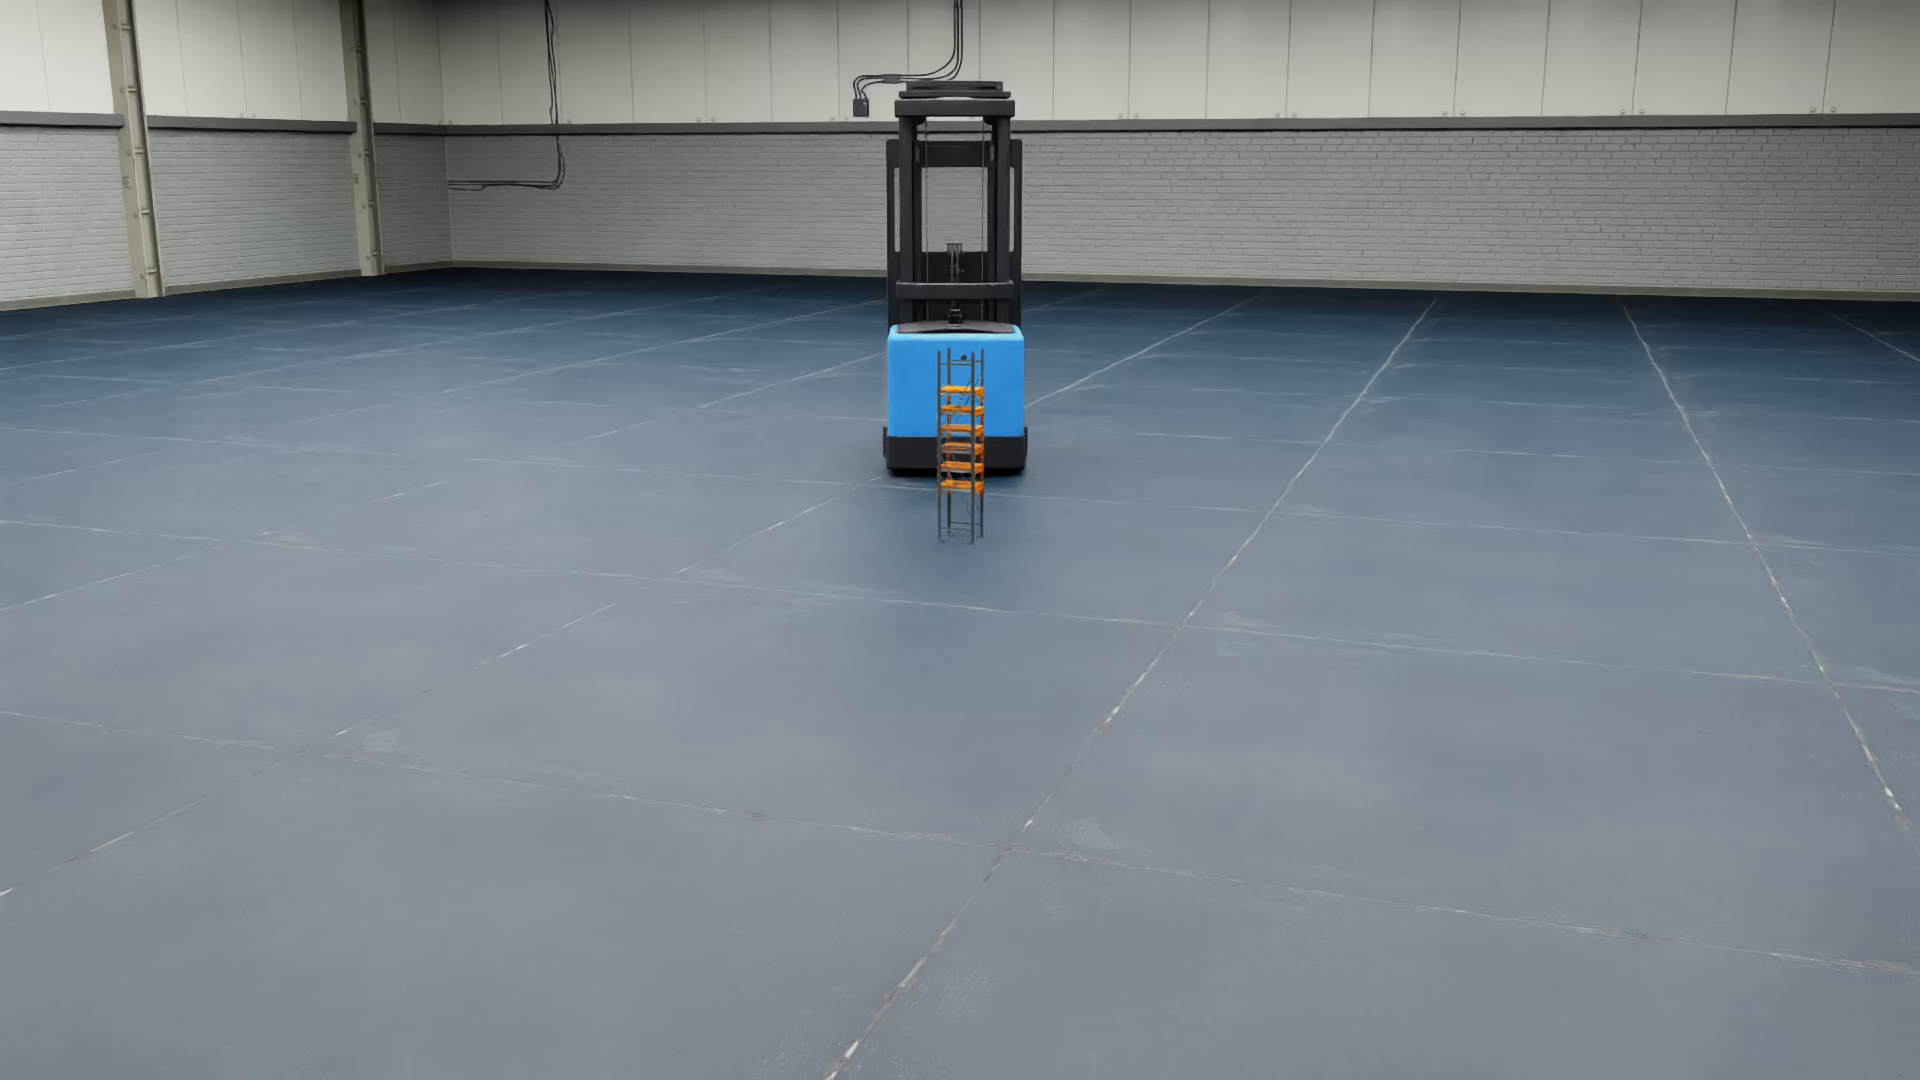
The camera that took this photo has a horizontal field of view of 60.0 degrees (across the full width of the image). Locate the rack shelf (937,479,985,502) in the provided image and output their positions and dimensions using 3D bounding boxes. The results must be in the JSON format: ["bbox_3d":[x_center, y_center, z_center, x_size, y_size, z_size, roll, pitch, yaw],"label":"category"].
[{"bbox_3d":[0.005,-0.311,10.431,0.258,0.103,0.180,4,14,18],"label":"rack shelf"}]

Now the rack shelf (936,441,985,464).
[{"bbox_3d":[0.005,-0.545,10.378,0.258,0.103,0.180,4,14,18],"label":"rack shelf"}]

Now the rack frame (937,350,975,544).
[{"bbox_3d":[-0.025,-0.569,10.283,0.240,1.200,0.006,4,14,18],"label":"rack frame"}]

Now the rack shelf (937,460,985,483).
[{"bbox_3d":[0.005,-0.428,10.404,0.258,0.103,0.180,4,14,18],"label":"rack shelf"}]

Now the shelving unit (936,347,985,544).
[{"bbox_3d":[0.005,-0.588,10.368,0.258,1.200,0.189,4,14,18],"label":"shelving unit"}]

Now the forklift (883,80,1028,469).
[{"bbox_3d":[-0.050,-2.237,13.701,1.130,2.935,3.031,0,13,-1],"label":"forklift"}]

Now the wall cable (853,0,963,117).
[{"bbox_3d":[-1.053,-11.396,32.553,2.305,6.003,0.169,4,14,18],"label":"wall cable"}]

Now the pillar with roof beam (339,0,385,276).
[{"bbox_3d":[-8.162,-9.590,32.282,9.100,9.000,0.400,4,14,18],"label":"pillar with roof beam"}]

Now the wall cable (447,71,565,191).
[{"bbox_3d":[-10.031,-8.911,36.286,3.097,2.526,0.112,4,14,18],"label":"wall cable"}]

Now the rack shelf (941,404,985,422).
[{"bbox_3d":[0.005,-0.779,10.324,0.258,0.103,0.180,4,14,18],"label":"rack shelf"}]

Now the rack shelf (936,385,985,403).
[{"bbox_3d":[0.005,-0.896,10.298,0.258,0.103,0.180,4,14,18],"label":"rack shelf"}]

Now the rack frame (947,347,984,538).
[{"bbox_3d":[0.034,-0.607,10.452,0.240,1.200,0.006,4,14,18],"label":"rack frame"}]

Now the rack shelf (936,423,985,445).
[{"bbox_3d":[0.005,-0.662,10.351,0.258,0.103,0.180,4,14,18],"label":"rack shelf"}]

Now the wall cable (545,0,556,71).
[{"bbox_3d":[-7.471,-11.179,34.871,3.097,2.526,0.112,4,14,18],"label":"wall cable"}]

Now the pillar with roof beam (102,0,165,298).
[{"bbox_3d":[-10.103,-8.327,26.747,9.100,9.000,0.400,4,14,18],"label":"pillar with roof beam"}]
